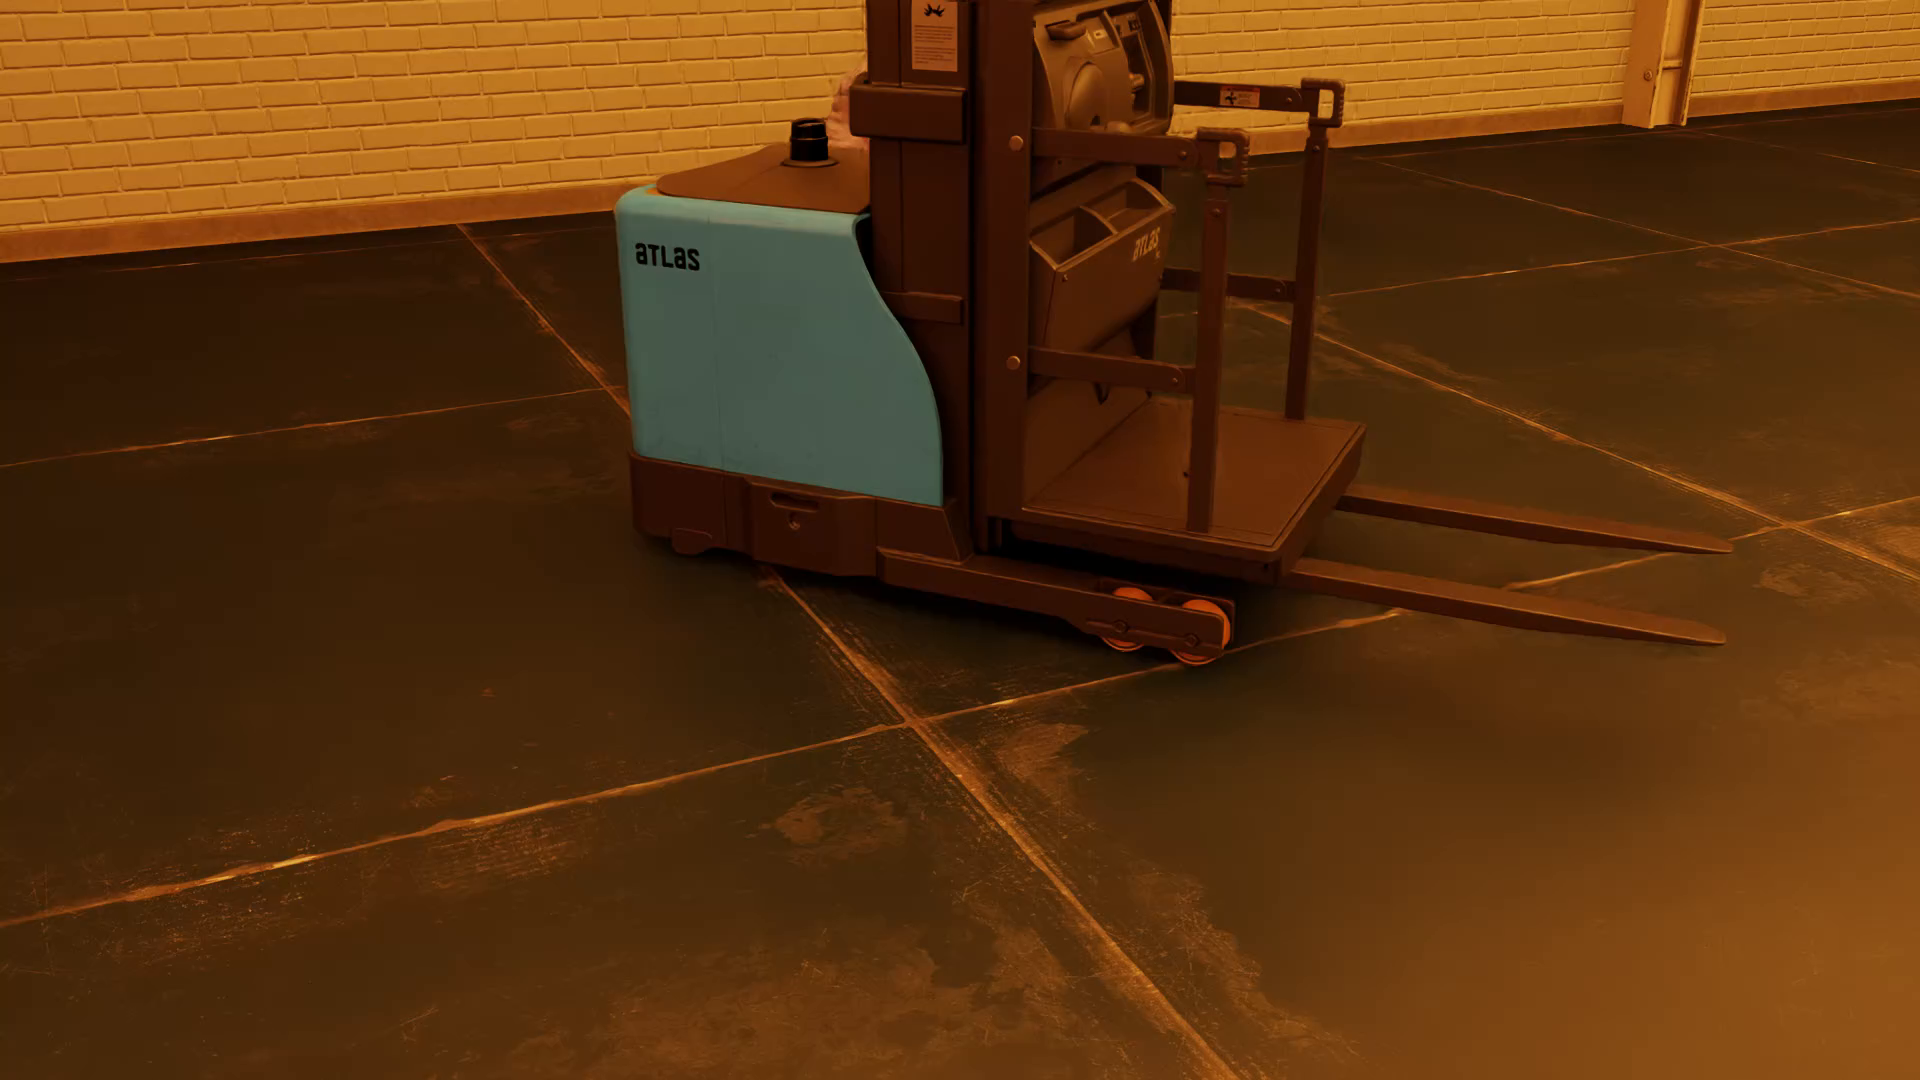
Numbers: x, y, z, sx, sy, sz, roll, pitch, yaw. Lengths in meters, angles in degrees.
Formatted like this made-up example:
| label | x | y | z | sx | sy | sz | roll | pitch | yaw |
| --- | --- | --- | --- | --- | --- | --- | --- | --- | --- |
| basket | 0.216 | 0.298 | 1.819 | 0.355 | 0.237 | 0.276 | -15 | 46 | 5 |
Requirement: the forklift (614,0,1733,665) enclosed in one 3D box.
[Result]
| label | x | y | z | sx | sy | sz | roll | pitch | yaw |
| --- | --- | --- | --- | --- | --- | --- | --- | --- | --- |
| forklift | 0.572 | -1.260 | 4.320 | 3.031 | 2.935 | 1.130 | 10 | 25 | 23 |

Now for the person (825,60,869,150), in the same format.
| label | x | y | z | sx | sy | sz | roll | pitch | yaw |
| --- | --- | --- | --- | --- | --- | --- | --- | --- | --- |
| person | -0.182 | -1.285 | 6.343 | 0.910 | 1.406 | 0.918 | -13 | 26 | -29 |
